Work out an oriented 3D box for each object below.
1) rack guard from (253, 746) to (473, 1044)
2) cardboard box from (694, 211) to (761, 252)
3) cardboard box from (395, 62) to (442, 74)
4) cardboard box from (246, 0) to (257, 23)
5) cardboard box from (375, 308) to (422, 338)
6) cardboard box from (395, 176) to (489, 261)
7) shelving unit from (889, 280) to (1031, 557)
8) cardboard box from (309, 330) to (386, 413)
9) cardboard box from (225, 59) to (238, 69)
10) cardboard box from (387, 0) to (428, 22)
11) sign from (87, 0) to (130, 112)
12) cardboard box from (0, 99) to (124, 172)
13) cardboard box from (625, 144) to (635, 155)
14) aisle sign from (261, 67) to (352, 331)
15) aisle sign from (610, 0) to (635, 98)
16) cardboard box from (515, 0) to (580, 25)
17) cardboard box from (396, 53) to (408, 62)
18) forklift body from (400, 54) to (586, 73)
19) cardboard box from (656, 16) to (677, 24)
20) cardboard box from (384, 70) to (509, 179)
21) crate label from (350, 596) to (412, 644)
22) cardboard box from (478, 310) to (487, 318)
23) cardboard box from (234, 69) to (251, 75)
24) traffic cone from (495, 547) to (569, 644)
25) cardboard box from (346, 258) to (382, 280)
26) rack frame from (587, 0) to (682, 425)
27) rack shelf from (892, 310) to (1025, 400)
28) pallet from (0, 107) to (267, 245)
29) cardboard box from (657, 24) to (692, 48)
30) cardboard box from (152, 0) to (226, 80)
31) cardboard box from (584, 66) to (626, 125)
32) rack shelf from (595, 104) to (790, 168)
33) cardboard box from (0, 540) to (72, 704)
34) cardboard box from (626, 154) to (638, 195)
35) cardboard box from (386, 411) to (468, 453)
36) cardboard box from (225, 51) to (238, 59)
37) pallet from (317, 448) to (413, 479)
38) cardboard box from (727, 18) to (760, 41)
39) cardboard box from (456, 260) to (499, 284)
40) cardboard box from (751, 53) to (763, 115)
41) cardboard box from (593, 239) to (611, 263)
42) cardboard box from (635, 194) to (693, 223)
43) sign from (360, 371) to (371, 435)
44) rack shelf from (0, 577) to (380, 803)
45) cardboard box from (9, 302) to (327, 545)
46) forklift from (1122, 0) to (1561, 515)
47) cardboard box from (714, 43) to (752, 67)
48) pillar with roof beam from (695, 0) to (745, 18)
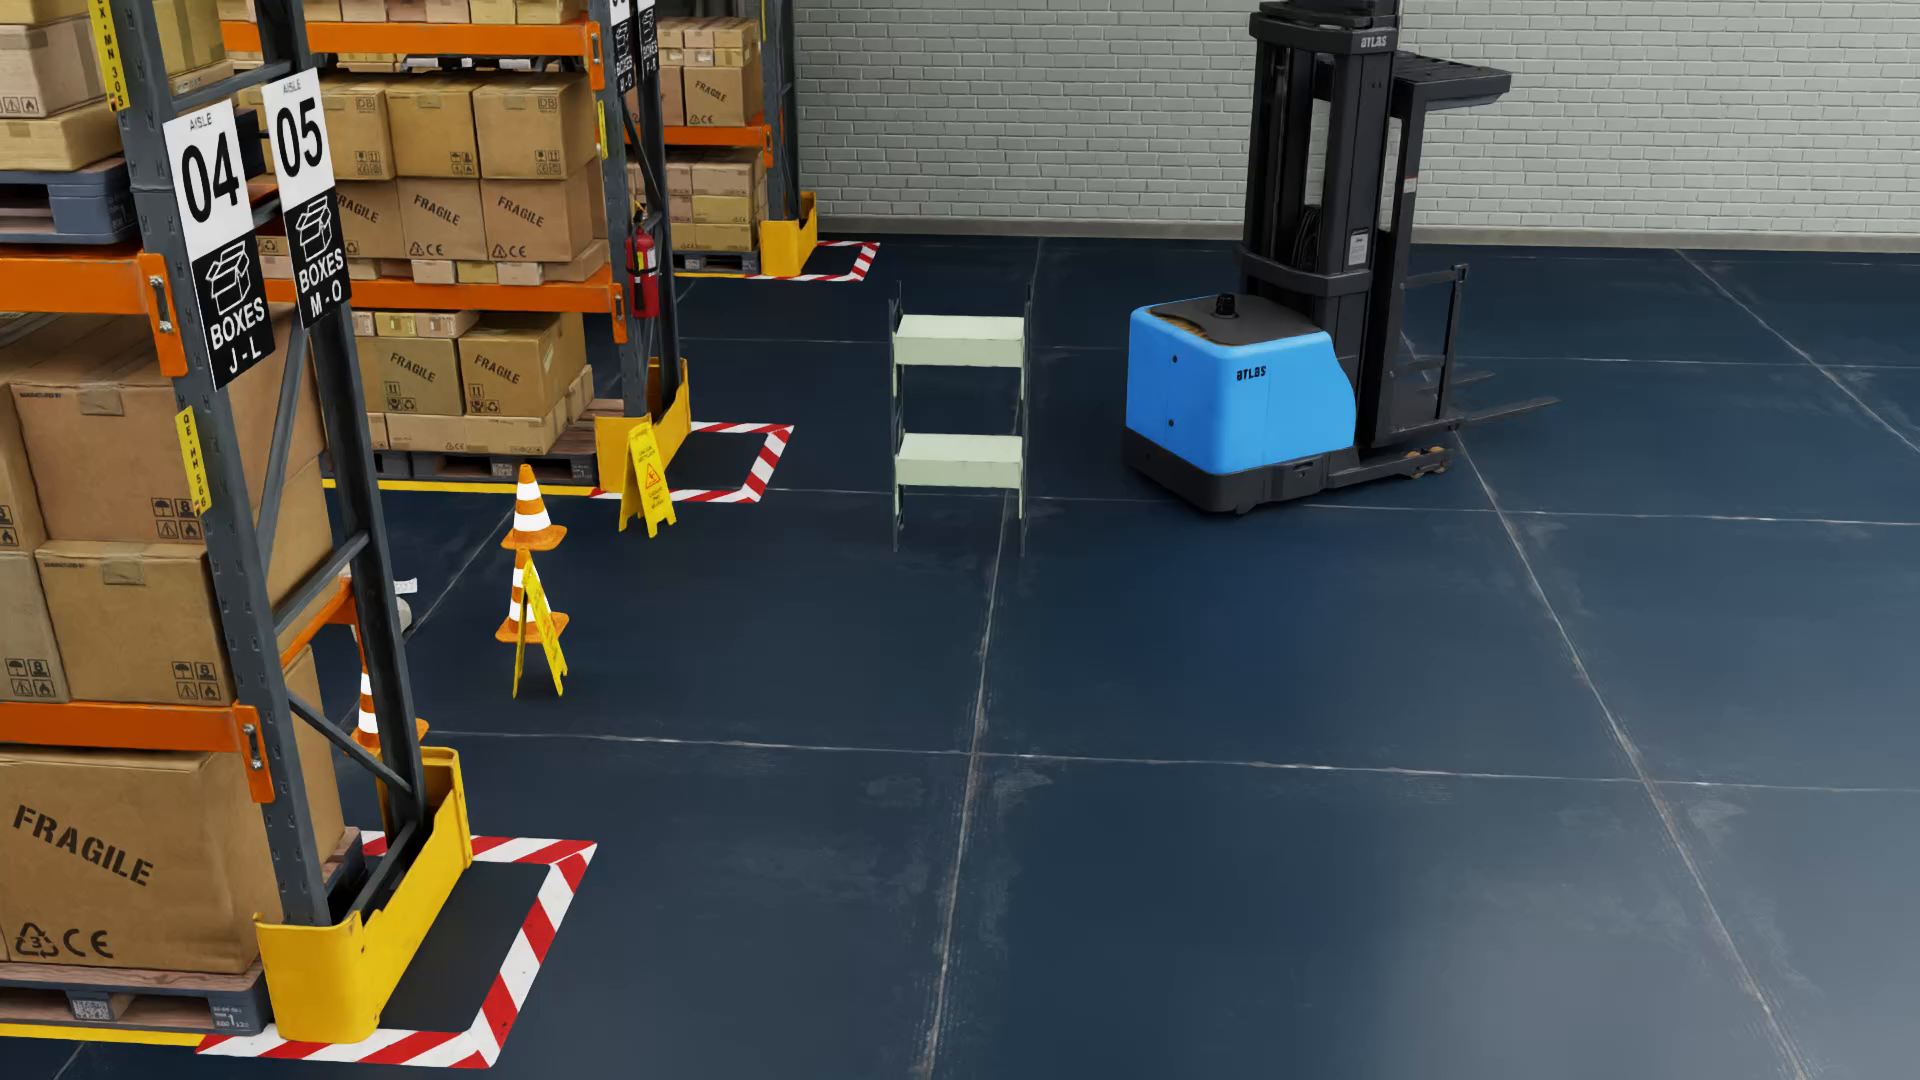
[{"bbox_3d":[-2.226,1.308,6.310,0.348,0.500,1.175,2,25,4],"label":"rack guard"},{"bbox_3d":[-2.089,-2.789,15.010,0.500,0.250,0.500,2,25,4],"label":"cardboard box"},{"bbox_3d":[-4.641,-4.005,14.745,0.500,0.500,0.500,2,25,5],"label":"cardboard box"},{"bbox_3d":[-3.884,-3.069,9.544,0.250,0.149,0.380,2,25,3],"label":"cardboard box"},{"bbox_3d":[-3.412,-1.382,10.279,0.250,0.149,0.380,2,25,5],"label":"cardboard box"},{"bbox_3d":[-3.033,-1.996,10.024,0.500,0.500,0.500,2,25,4],"label":"cardboard box"},{"bbox_3d":[0.007,-0.681,9.436,0.755,1.500,0.431,2,25,4],"label":"shelving unit"},{"bbox_3d":[-3.814,-1.129,10.505,0.500,0.500,0.500,1,25,3],"label":"cardboard box"},{"bbox_3d":[-6.607,-4.174,14.813,0.500,0.250,0.500,1,25,3],"label":"cardboard box"},{"bbox_3d":[-3.110,-3.091,9.592,0.250,0.149,0.380,2,25,4],"label":"cardboard box"},{"bbox_3d":[-2.306,-1.332,4.503,0.005,0.325,0.100,2,25,4],"label":"sign"},{"bbox_3d":[-2.608,-1.183,4.822,0.250,0.149,0.380,2,25,4],"label":"cardboard box"},{"bbox_3d":[-3.057,-3.489,15.335,0.500,0.250,0.500,2,25,4],"label":"cardboard box"},{"bbox_3d":[-2.157,-1.133,5.513,0.004,0.787,0.394,2,25,4],"label":"aisle sign"},{"bbox_3d":[-1.933,-2.953,9.470,0.004,0.787,0.394,2,25,4],"label":"aisle sign"},{"bbox_3d":[-2.349,-3.039,9.477,0.250,0.149,0.380,2,25,4],"label":"cardboard box"},{"bbox_3d":[-4.766,-4.308,14.628,0.250,0.149,0.380,2,25,4],"label":"cardboard box"},{"bbox_3d":[-3.626,-2.879,13.433,1.214,2.155,2.313,2,25,4],"label":"forklift body"},{"bbox_3d":[-2.683,-4.578,14.860,0.250,0.149,0.380,2,25,4],"label":"cardboard box"},{"bbox_3d":[-3.002,-2.475,9.868,0.500,0.500,0.700,2,25,4],"label":"cardboard box"},{"bbox_3d":[-3.034,0.403,8.709,0.298,0.136,0.250,-11,27,-23],"label":"crate label"},{"bbox_3d":[-3.301,-1.334,10.951,0.500,0.500,0.500,1,25,2],"label":"cardboard box"},{"bbox_3d":[-4.532,-2.501,9.924,0.500,0.500,0.700,1,25,3],"label":"cardboard box"},{"bbox_3d":[-2.246,0.255,8.643,0.334,0.463,0.336,2,25,4],"label":"traffic cone"},{"bbox_3d":[-3.642,-1.716,10.190,0.250,0.149,0.380,2,25,3],"label":"cardboard box"},{"bbox_3d":[-1.972,-1.895,10.280,0.127,3.000,1.000,2,25,4],"label":"rack frame"},{"bbox_3d":[0.007,-1.036,9.273,0.720,0.370,0.431,2,25,4],"label":"rack shelf"},{"bbox_3d":[-2.991,-1.171,5.223,1.213,0.211,1.003,2,25,4],"label":"pallet"},{"bbox_3d":[-2.480,-4.355,14.374,0.250,0.149,0.380,2,25,5],"label":"cardboard box"},{"bbox_3d":[-2.712,-1.617,5.289,0.500,0.250,0.500,2,25,4],"label":"cardboard box"},{"bbox_3d":[-3.134,-3.952,14.632,0.500,0.500,0.500,1,25,3],"label":"cardboard box"},{"bbox_3d":[-3.590,-3.701,15.066,4.000,0.370,1.077,2,25,4],"label":"rack shelf"},{"bbox_3d":[-3.174,0.102,5.761,0.550,0.550,0.875,2,25,4],"label":"cardboard box"},{"bbox_3d":[-3.092,-3.271,14.860,0.500,0.250,0.500,2,25,5],"label":"cardboard box"},{"bbox_3d":[-3.315,-0.770,10.623,0.500,0.250,0.500,2,25,4],"label":"cardboard box"},{"bbox_3d":[-6.440,-4.381,14.787,0.250,0.149,0.380,2,25,4],"label":"cardboard box"},{"bbox_3d":[-4.068,-0.712,11.044,1.213,0.211,1.003,2,25,4],"label":"pallet"},{"bbox_3d":[-1.914,-4.539,14.775,0.250,0.149,0.380,1,25,3],"label":"cardboard box"},{"bbox_3d":[-2.876,-1.683,10.119,0.250,0.149,0.380,1,25,3],"label":"cardboard box"},{"bbox_3d":[-2.069,-4.141,15.042,0.500,0.500,0.500,3,25,6],"label":"cardboard box"},{"bbox_3d":[-2.295,-1.878,10.544,0.250,0.149,0.380,2,25,4],"label":"cardboard box"},{"bbox_3d":[-2.604,-3.039,14.954,0.500,0.250,0.500,2,25,3],"label":"cardboard box"},{"bbox_3d":[-2.202,-0.489,6.094,0.005,0.325,0.100,2,25,4],"label":"sign"},{"bbox_3d":[-4.244,0.434,6.079,4.000,0.370,1.077,2,25,4],"label":"rack shelf"},{"bbox_3d":[-2.617,-0.416,5.593,0.550,0.550,0.875,2,25,4],"label":"cardboard box"},{"bbox_3d":[2.587,-1.907,10.388,3.031,2.935,1.130,-13,28,-25],"label":"forklift"},{"bbox_3d":[-1.963,-4.198,14.390,0.250,0.149,0.380,2,25,5],"label":"cardboard box"},{"bbox_3d":[-2.551,-5.293,10.488,0.400,9.000,9.100,2,25,4],"label":"pillar with roof beam"}]
